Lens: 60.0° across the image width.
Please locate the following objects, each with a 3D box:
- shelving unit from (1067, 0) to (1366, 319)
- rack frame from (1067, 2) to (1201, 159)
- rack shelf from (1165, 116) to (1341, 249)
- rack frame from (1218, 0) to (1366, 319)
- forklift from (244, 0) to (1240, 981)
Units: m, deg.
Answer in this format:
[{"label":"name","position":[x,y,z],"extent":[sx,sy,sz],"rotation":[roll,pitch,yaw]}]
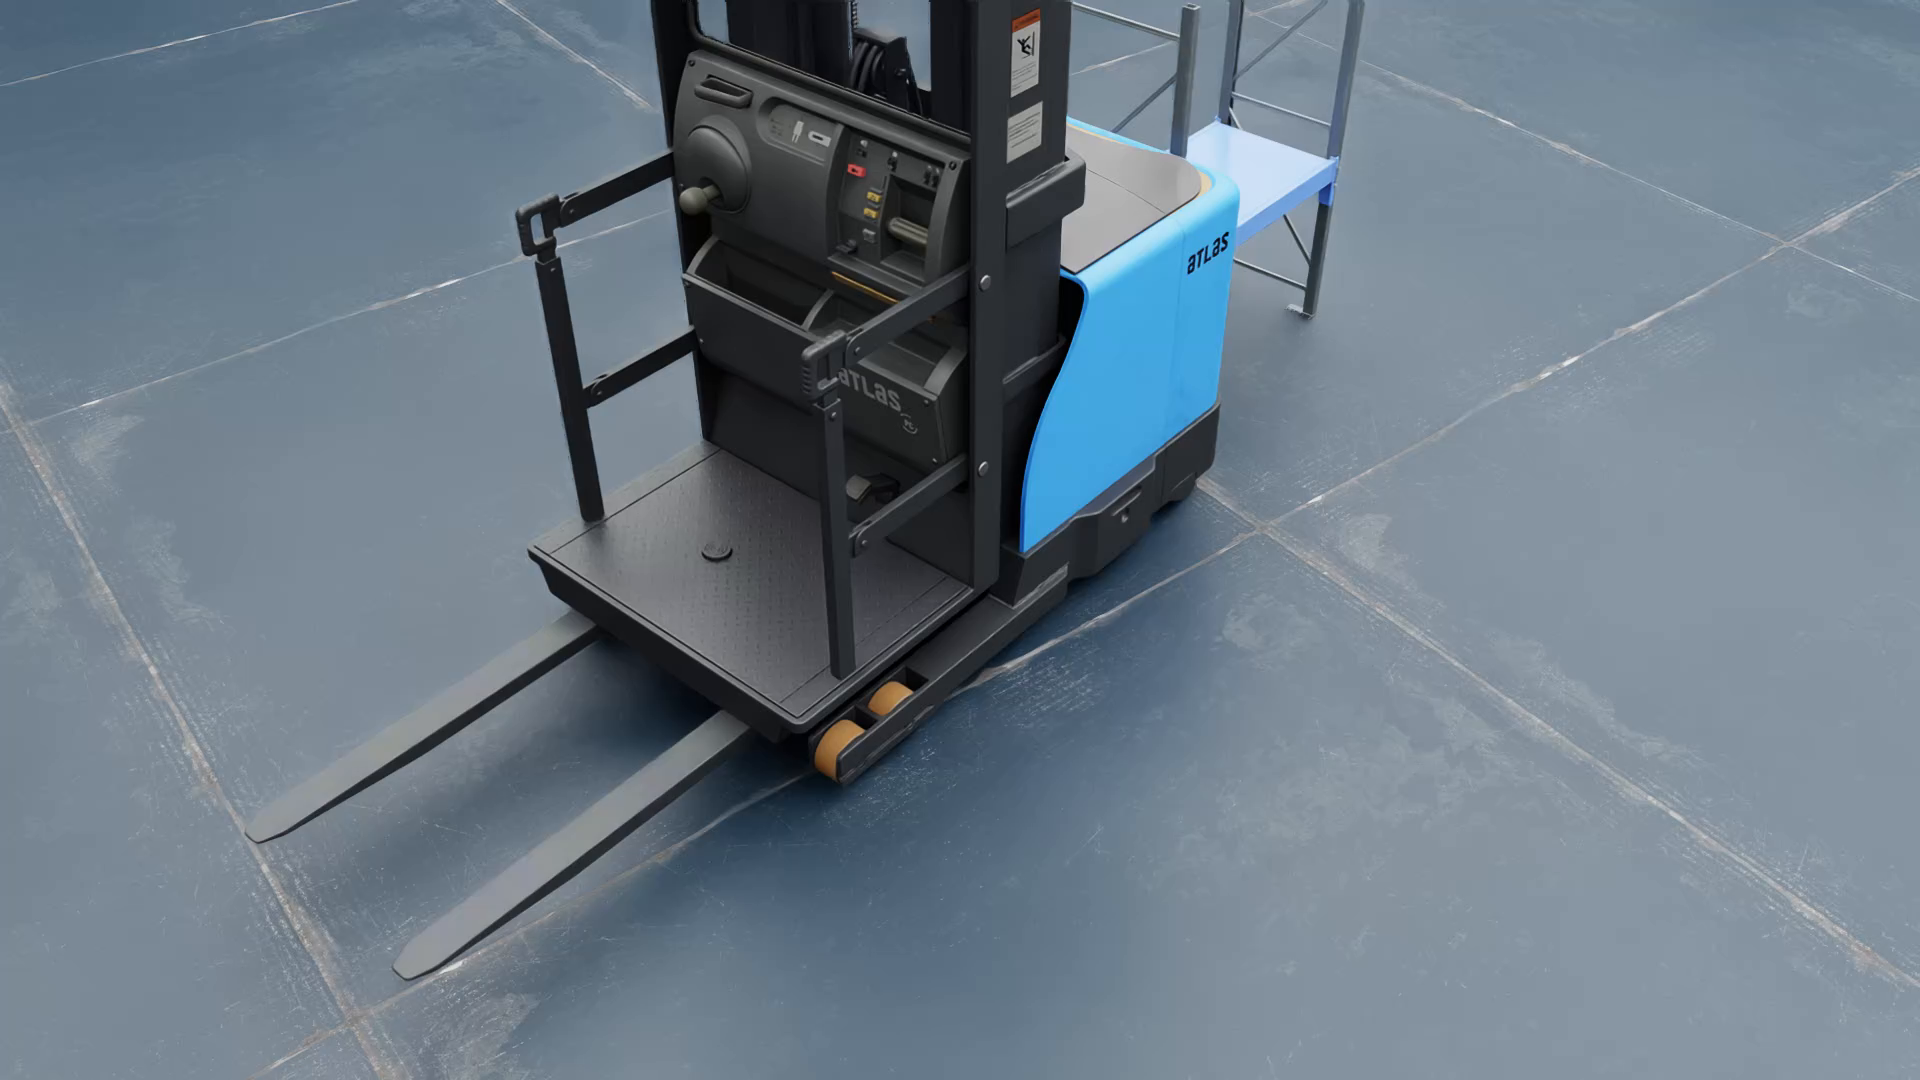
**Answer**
[{"label":"shelving unit","position":[0.816,-1.280,5.627],"extent":[0.538,1.500,1.048],"rotation":[28,47,30]},{"label":"rack frame","position":[0.486,-1.034,5.328],"extent":[0.500,1.500,0.032],"rotation":[28,47,30]},{"label":"rack shelf","position":[0.816,-1.141,5.741],"extent":[0.538,0.185,1.000],"rotation":[28,47,30]},{"label":"rack frame","position":[1.146,-1.525,5.926],"extent":[0.500,1.500,0.032],"rotation":[28,47,30]},{"label":"forklift","position":[-0.503,-0.846,3.971],"extent":[1.130,2.935,3.031],"rotation":[28,47,30]}]
